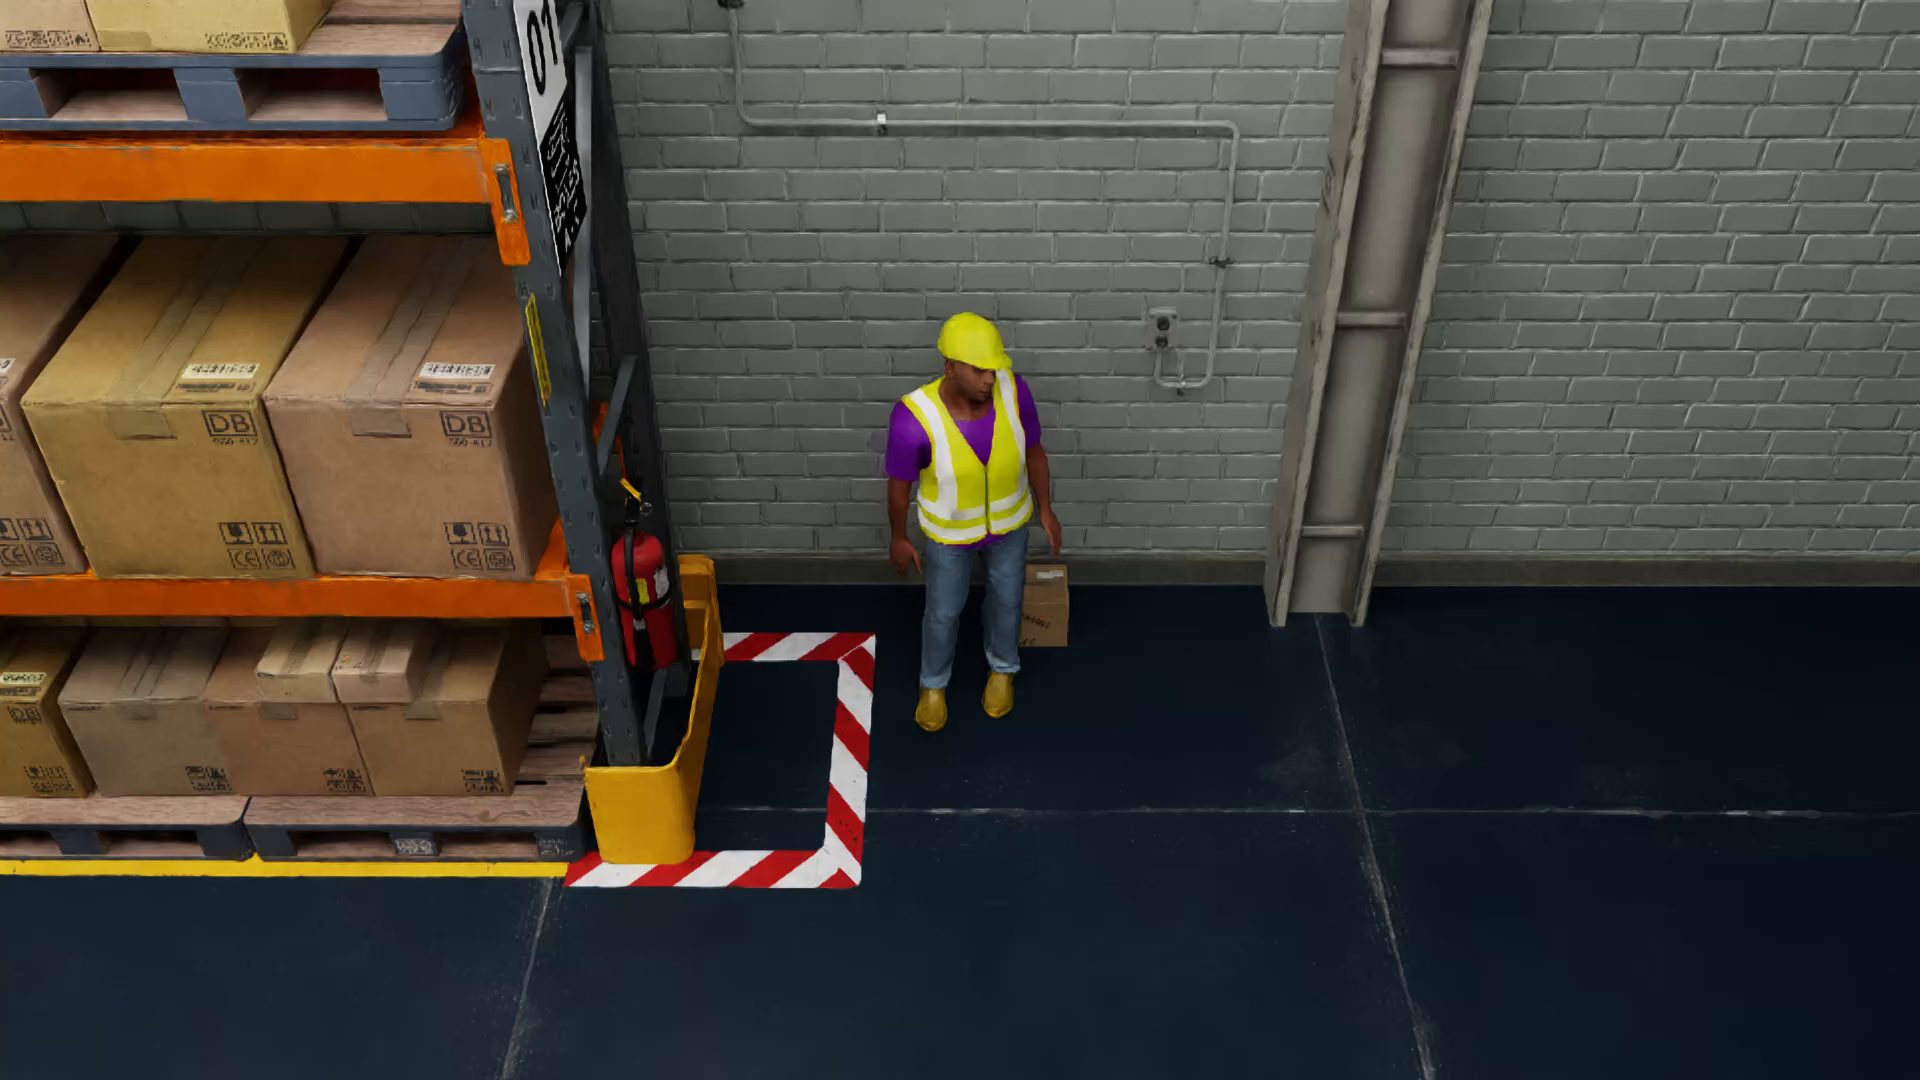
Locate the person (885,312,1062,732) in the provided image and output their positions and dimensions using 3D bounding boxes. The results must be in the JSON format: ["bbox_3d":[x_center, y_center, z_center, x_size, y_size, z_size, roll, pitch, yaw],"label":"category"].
[{"bbox_3d":[0.050,-0.056,6.166,0.639,1.771,0.373,-13,41,-15],"label":"person"}]
